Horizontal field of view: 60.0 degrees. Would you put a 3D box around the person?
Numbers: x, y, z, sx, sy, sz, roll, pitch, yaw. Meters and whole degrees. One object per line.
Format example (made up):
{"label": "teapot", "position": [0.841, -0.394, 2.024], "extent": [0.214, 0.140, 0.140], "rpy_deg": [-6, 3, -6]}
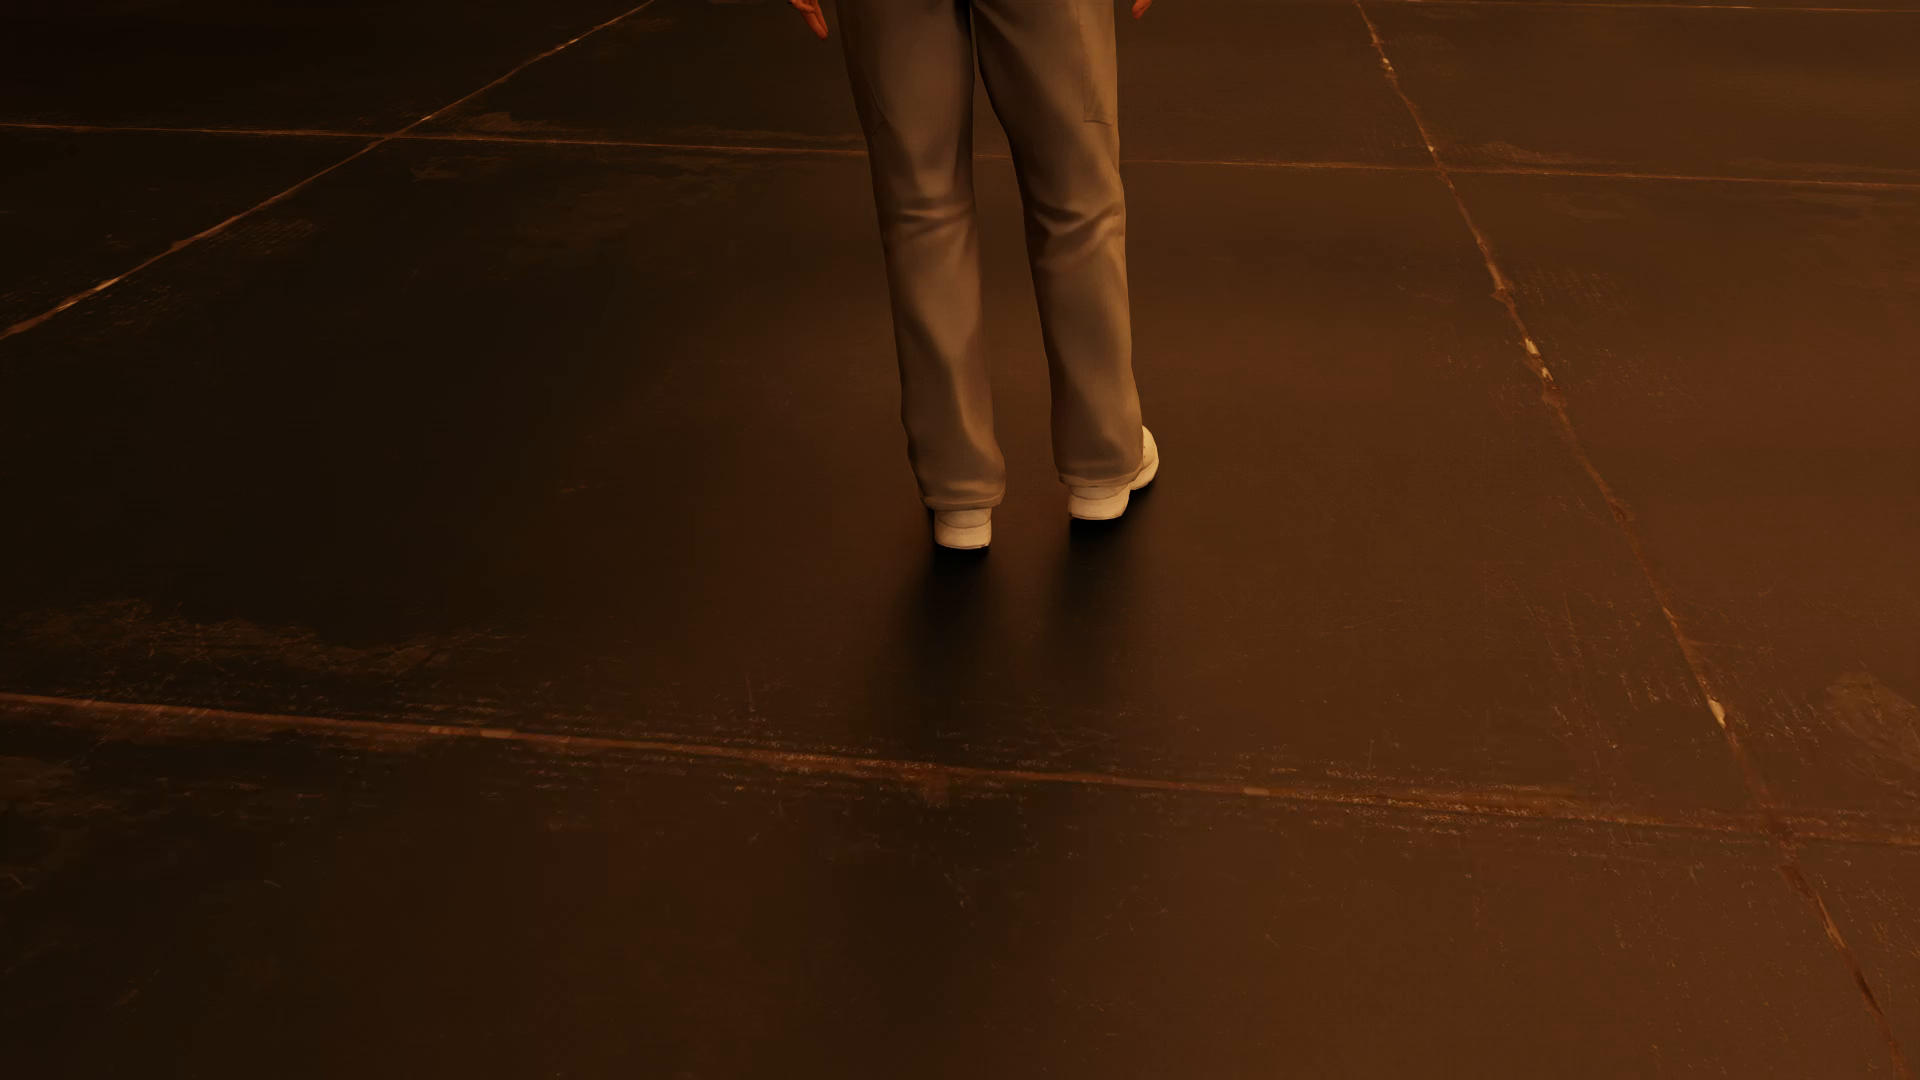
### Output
{"label": "person", "position": [0.023, -0.788, 2.186], "extent": [0.550, 1.675, 0.549], "rpy_deg": [3, 27, 7]}
